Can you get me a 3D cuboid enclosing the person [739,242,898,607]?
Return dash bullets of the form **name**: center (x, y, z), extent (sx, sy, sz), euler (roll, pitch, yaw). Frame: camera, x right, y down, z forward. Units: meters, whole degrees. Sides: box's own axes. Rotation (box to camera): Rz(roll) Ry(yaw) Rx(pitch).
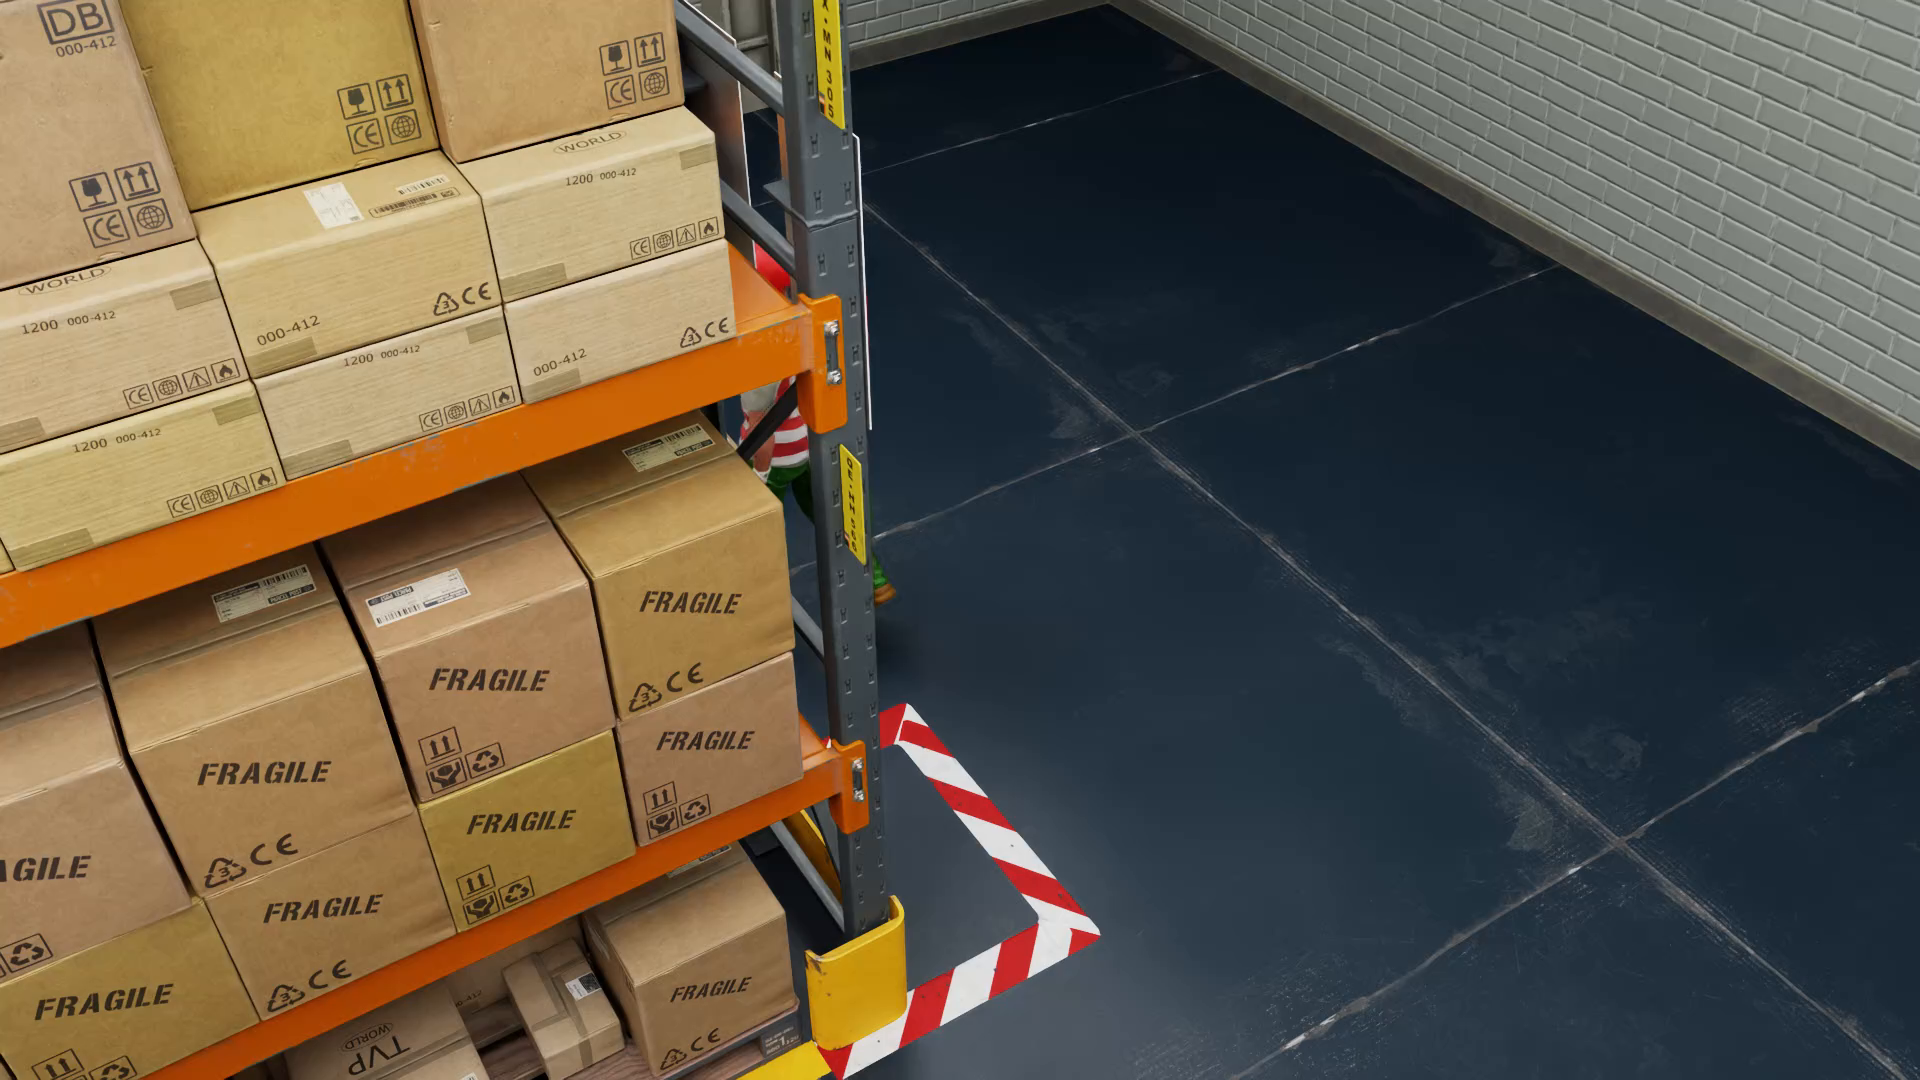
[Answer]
- **person**: center (-0.642, -0.387, 6.599), extent (0.835, 1.777, 0.581), euler (29, 48, 30)
